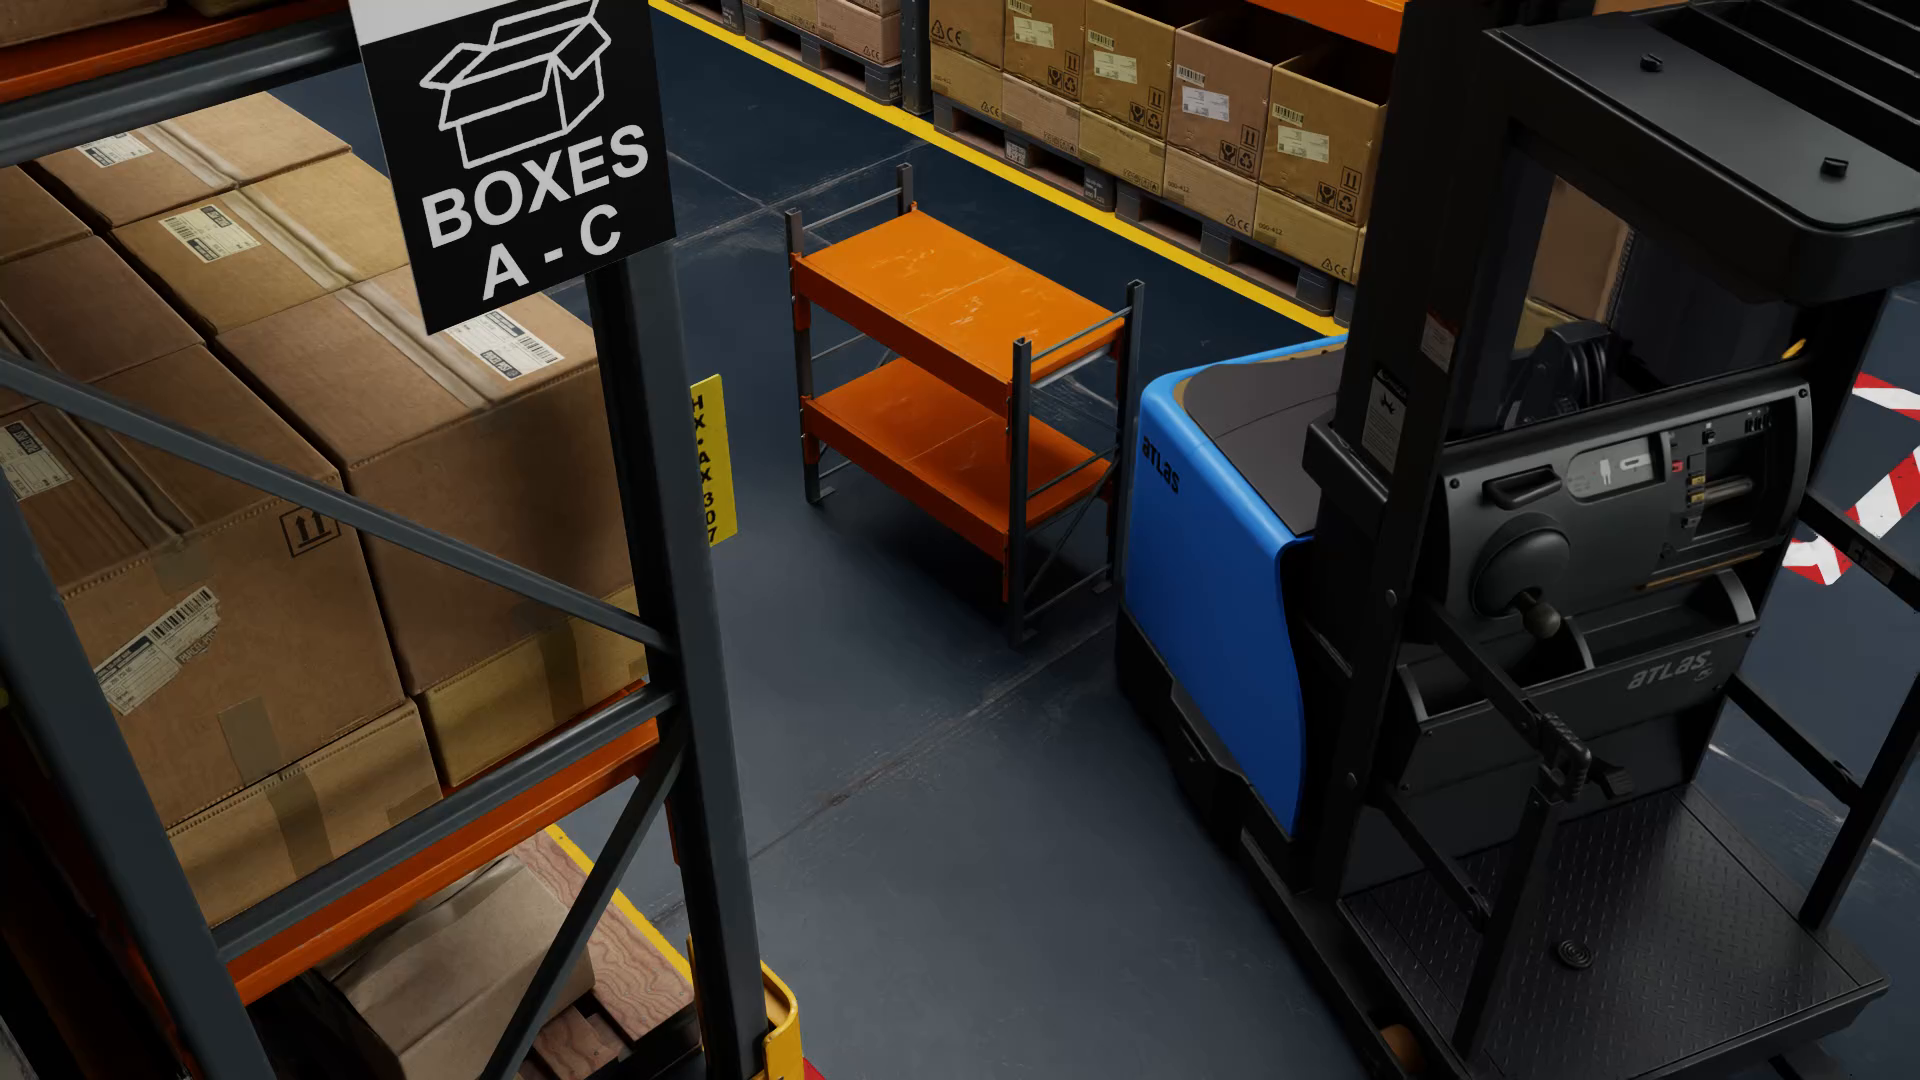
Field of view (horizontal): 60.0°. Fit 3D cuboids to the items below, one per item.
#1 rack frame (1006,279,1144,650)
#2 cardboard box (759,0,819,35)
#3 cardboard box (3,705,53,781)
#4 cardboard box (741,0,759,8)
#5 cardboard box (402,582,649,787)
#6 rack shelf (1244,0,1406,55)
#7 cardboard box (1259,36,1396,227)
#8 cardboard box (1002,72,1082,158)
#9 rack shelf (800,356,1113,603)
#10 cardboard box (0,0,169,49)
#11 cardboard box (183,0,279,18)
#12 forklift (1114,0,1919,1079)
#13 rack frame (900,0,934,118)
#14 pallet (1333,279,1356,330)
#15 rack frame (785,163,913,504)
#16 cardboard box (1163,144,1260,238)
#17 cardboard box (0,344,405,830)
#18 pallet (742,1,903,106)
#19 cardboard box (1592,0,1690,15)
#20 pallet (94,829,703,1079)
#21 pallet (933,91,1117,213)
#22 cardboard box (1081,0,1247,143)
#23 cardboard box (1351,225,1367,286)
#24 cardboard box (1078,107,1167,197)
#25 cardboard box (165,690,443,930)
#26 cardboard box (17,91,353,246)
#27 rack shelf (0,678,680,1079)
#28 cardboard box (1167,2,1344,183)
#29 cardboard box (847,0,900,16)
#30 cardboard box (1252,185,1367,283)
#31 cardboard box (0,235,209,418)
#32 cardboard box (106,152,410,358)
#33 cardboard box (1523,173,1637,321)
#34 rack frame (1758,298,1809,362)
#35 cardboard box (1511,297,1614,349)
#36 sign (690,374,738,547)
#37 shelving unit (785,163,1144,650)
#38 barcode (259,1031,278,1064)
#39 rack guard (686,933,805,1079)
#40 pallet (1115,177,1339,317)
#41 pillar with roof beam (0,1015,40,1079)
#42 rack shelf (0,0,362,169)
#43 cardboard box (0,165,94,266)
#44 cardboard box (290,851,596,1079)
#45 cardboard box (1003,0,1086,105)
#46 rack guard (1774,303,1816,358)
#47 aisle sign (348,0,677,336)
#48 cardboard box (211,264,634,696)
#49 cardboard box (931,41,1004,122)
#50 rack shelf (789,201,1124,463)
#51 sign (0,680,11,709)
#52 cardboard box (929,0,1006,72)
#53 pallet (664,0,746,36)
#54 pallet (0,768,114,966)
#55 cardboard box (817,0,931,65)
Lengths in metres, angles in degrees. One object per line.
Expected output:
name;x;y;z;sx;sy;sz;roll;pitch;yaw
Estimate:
rack frame;0.339;-0.205;5.033;0.500;1.125;0.032;-30;48;-32
cardboard box;-0.716;-2.907;8.740;0.500;0.250;0.500;-31;48;-32
cardboard box;-1.639;0.129;3.231;0.500;0.250;0.500;-29;47;-31
cardboard box;-1.062;-3.144;9.033;0.500;0.250;0.500;-29;47;-31
cardboard box;-0.918;0.138;3.219;0.500;0.250;0.500;-31;48;-33
rack shelf;1.472;-2.304;6.713;1.077;0.370;4.000;-30;48;-32
cardboard box;1.556;-1.622;6.553;0.500;0.500;0.500;-30;48;-32
cardboard box;0.544;-2.026;7.650;0.500;0.250;0.500;-30;48;-32
rack shelf;-0.005;-0.251;5.478;0.538;0.278;1.000;-30;48;-32
cardboard box;-1.290;-0.851;1.858;0.500;0.500;0.500;-26;46;-29
cardboard box;-0.864;-1.026;2.075;0.500;0.500;0.500;-29;47;-31
forklift;1.484;0.006;3.333;1.130;2.935;3.031;-14;41;-17
rack frame;0.119;-3.510;7.633;1.000;3.000;0.127;-30;48;-32
pallet;2.277;-0.910;6.633;1.003;0.211;1.213;-30;48;-32
rack frame;-0.348;-0.676;5.616;0.500;1.125;0.032;-30;48;-32
cardboard box;1.221;-1.564;7.077;0.500;0.250;0.500;-30;48;-32
cardboard box;-1.297;0.079;2.695;0.500;0.500;0.500;-31;48;-32
pallet;-0.408;-2.749;8.910;1.003;0.211;1.213;-30;48;-32
cardboard box;2.518;-1.919;5.583;0.700;0.500;0.500;-30;48;-32
pallet;-1.396;1.107;4.136;1.003;0.211;1.213;-30;48;-32
pallet;0.626;-2.039;8.031;1.003;0.211;1.213;-30;48;-32
cardboard box;0.879;-2.085;7.126;0.500;0.500;0.500;-30;48;-32
cardboard box;1.897;-1.101;6.504;0.500;0.250;0.500;-30;48;-32
cardboard box;0.878;-1.793;7.361;0.500;0.250;0.500;-30;48;-32
cardboard box;-1.281;0.365;2.939;0.500;0.250;0.500;-29;47;-31
cardboard box;-1.595;-0.616;3.557;0.500;0.500;0.500;-32;49;-33
rack shelf;-2.174;-0.198;4.104;1.077;0.370;4.000;-30;48;-32
cardboard box;1.218;-1.854;6.840;0.500;0.500;0.500;-30;48;-32
cardboard box;-0.366;-2.887;8.270;0.500;0.311;0.500;-30;48;-32
cardboard box;1.558;-1.332;6.790;0.500;0.250;0.500;-30;48;-32
cardboard box;-1.630;-0.158;2.989;0.500;0.500;0.500;-29;47;-31
cardboard box;-1.250;-0.375;3.257;0.500;0.500;0.500;-30;48;-32
cardboard box;2.243;-1.166;5.988;0.500;0.500;0.500;-30;48;-32
rack frame;2.825;-1.659;5.340;1.000;3.000;0.127;-30;48;-32
cardboard box;2.244;-0.875;6.224;0.500;0.250;0.500;-30;48;-32
sign;-0.422;-0.119;2.745;0.100;0.325;0.005;-30;48;-32
shelving unit;-0.005;-0.441;5.325;0.538;1.125;1.048;-30;48;-32
barcode;-1.530;1.123;3.679;0.001;0.075;0.075;-30;48;-32
rack guard;-0.873;1.385;3.561;1.175;0.500;0.348;-30;48;-32
pallet;1.456;-1.474;7.332;1.003;0.211;1.213;-30;48;-32
pillar with roof beam;1.239;-3.671;3.058;9.100;9.000;0.400;-30;48;-32
rack shelf;-2.174;-1.364;3.161;1.077;0.370;4.000;-30;48;-32
cardboard box;-1.983;-0.395;3.283;0.500;0.500;0.500;-31;48;-33
cardboard box;-1.223;0.965;3.882;0.500;0.311;0.500;29;47;31
cardboard box;0.546;-2.320;7.416;0.500;0.500;0.500;-30;48;-32
rack guard;2.841;-0.675;6.112;1.175;0.500;0.348;-30;48;-32
aisle sign;-0.552;-0.657;2.032;0.394;0.787;0.004;-30;48;-32
cardboard box;-0.923;-0.142;2.969;0.500;0.500;0.500;-30;48;-32
cardboard box;0.210;-2.260;7.939;0.500;0.250;0.500;-30;48;-32
rack shelf;-0.005;-0.668;5.141;0.538;0.278;1.000;-30;48;-32
sign;-1.244;0.101;1.988;0.100;0.325;0.005;-30;48;-32
cardboard box;0.202;-2.548;7.698;0.500;0.500;0.500;-30;48;-32
pallet;-1.237;-3.314;9.610;1.003;0.211;1.213;-30;48;-32
pallet;-2.217;0.542;4.835;1.003;0.211;1.213;-30;48;-32
cardboard box;-0.375;-2.672;8.450;0.500;0.250;0.500;-30;48;-32
